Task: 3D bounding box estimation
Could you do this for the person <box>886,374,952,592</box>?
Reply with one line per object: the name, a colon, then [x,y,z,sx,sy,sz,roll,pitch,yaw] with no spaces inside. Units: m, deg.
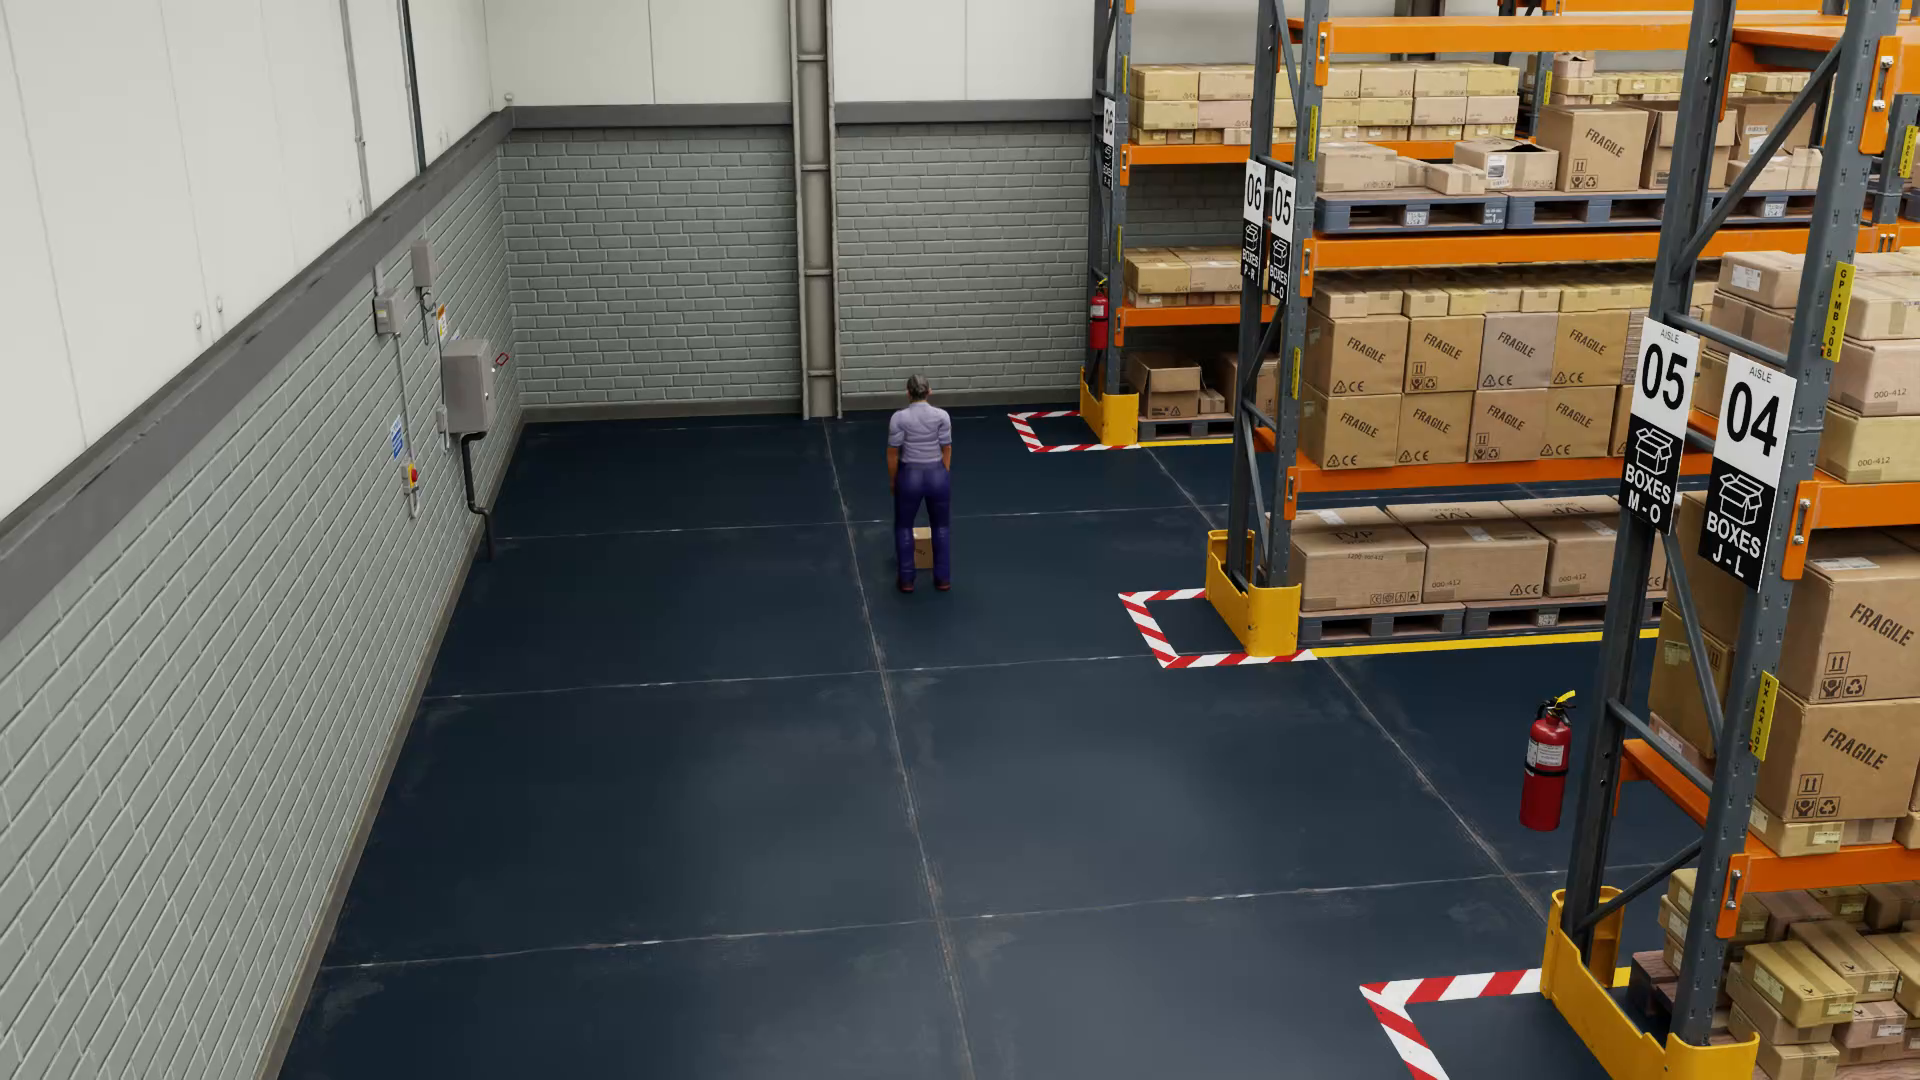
person: [-0.300,-0.409,12.247,0.480,1.634,0.342,-2,20,-7]
